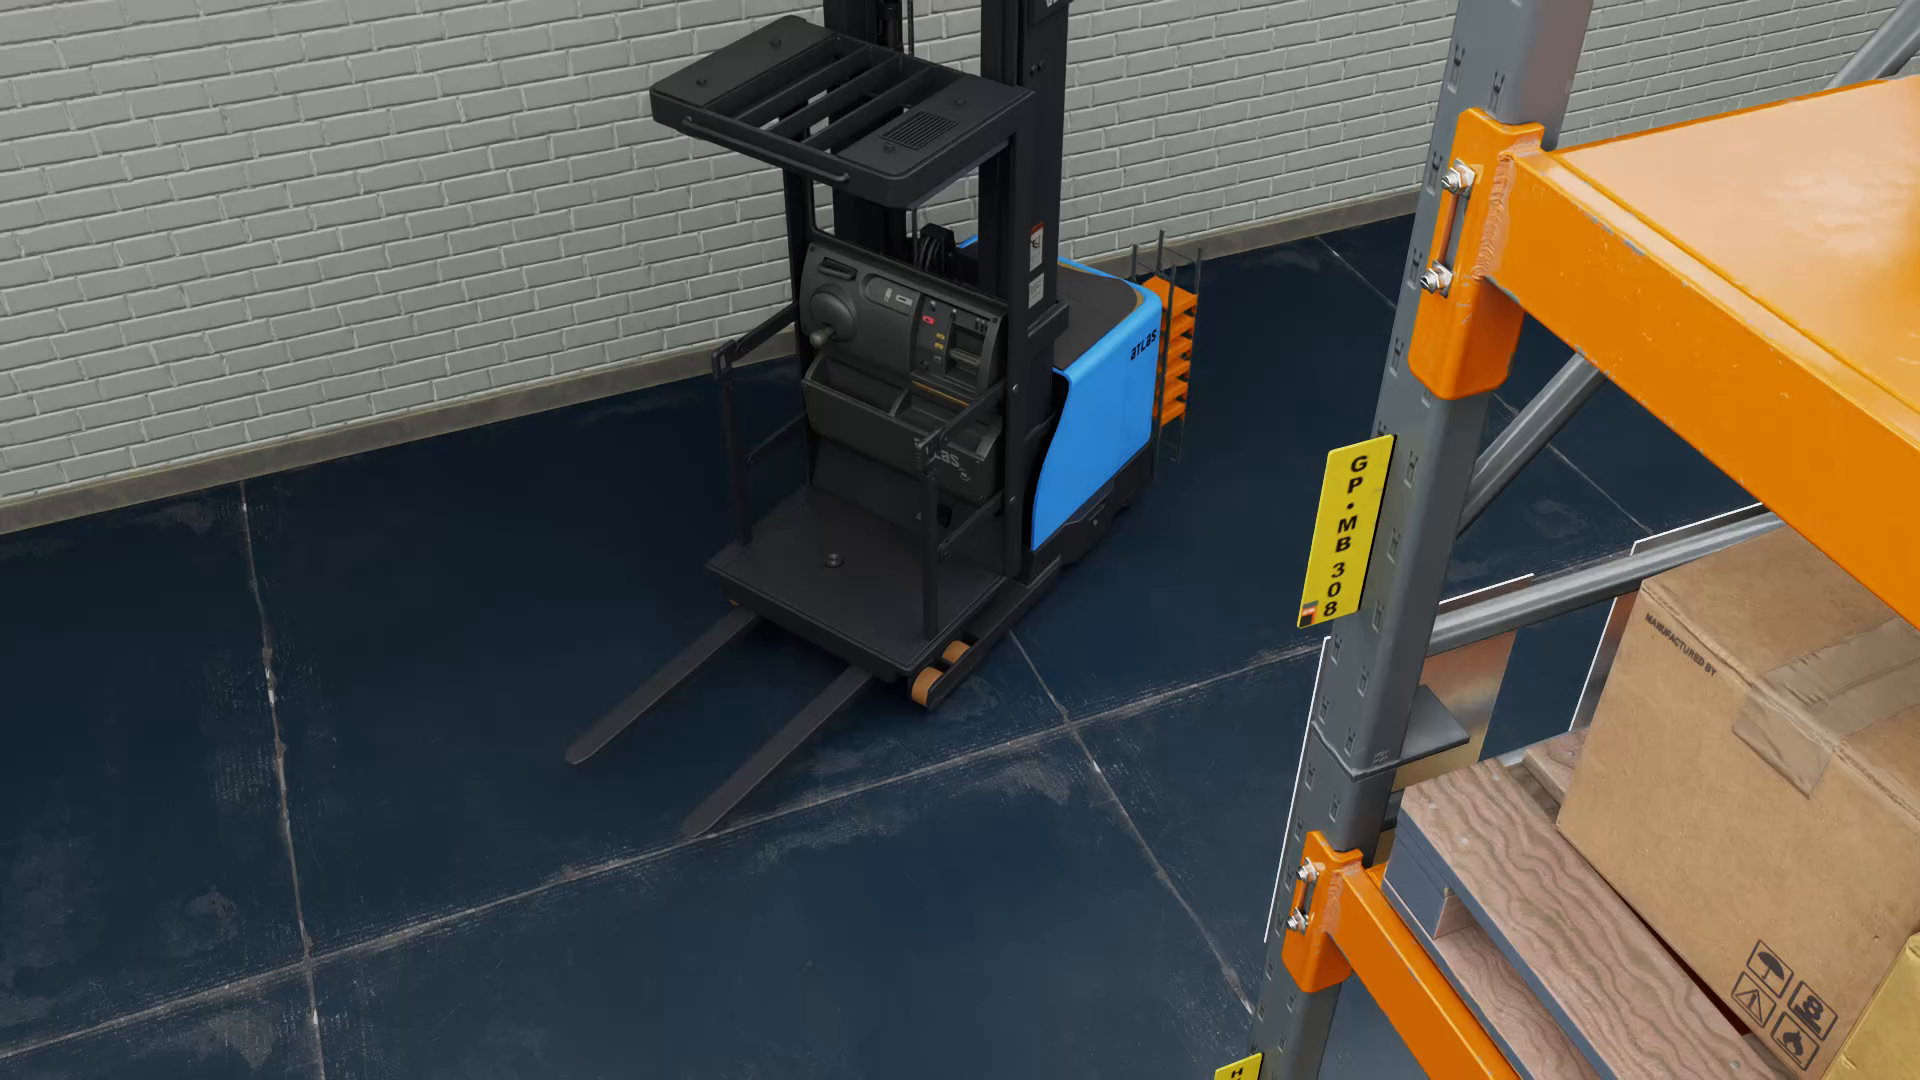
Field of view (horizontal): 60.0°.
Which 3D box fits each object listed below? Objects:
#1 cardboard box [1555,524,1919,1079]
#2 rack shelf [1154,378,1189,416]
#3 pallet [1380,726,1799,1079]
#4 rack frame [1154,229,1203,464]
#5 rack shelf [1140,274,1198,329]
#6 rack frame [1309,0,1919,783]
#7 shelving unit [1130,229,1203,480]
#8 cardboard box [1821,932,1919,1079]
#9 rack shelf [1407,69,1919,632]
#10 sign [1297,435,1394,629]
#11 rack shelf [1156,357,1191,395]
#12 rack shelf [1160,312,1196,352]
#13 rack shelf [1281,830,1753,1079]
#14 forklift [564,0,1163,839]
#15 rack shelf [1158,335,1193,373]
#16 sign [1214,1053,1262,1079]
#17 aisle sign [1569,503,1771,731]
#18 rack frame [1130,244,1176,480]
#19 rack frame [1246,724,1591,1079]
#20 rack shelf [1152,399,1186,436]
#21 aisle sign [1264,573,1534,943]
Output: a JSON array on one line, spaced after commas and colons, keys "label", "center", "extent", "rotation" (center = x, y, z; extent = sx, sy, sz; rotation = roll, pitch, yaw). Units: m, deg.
[{"label": "cardboard box", "center": [1.304, 0.285, 2.261], "extent": [0.700, 0.500, 0.500], "rotation": [-18, 44, -19]}, {"label": "rack shelf", "center": [0.917, -0.715, 7.832], "extent": [0.258, 0.103, 0.180], "rotation": [33, 51, 32]}, {"label": "pallet", "center": [1.349, 0.698, 2.324], "extent": [1.003, 0.211, 1.213], "rotation": [-15, 43, -17]}, {"label": "rack frame", "center": [0.982, -0.882, 7.774], "extent": [0.240, 1.200, 0.006], "rotation": [33, 51, 32]}, {"label": "rack shelf", "center": [0.917, -1.079, 7.519], "extent": [0.258, 0.103, 0.180], "rotation": [33, 51, 32]}, {"label": "rack frame", "center": [1.056, -0.917, 1.834], "extent": [1.000, 3.000, 0.127], "rotation": [-15, 43, -17]}, {"label": "shelving unit", "center": [0.917, -0.840, 7.725], "extent": [0.258, 1.200, 0.189], "rotation": [33, 51, 32]}, {"label": "cardboard box", "center": [1.408, 0.654, 1.832], "extent": [0.700, 0.500, 0.500], "rotation": [-17, 43, -18]}, {"label": "rack shelf", "center": [1.821, 0.712, 0.798], "extent": [1.077, 0.370, 4.000], "rotation": [-15, 43, -17]}, {"label": "sign", "center": [0.541, -0.007, 2.344], "extent": [0.100, 0.325, 0.005], "rotation": [-15, 43, -17]}, {"label": "rack shelf", "center": [0.917, -0.806, 7.754], "extent": [0.258, 0.103, 0.180], "rotation": [33, 51, 32]}, {"label": "rack shelf", "center": [0.917, -0.988, 7.597], "extent": [0.258, 0.103, 0.180], "rotation": [33, 51, 32]}, {"label": "rack shelf", "center": [1.821, 1.698, 1.645], "extent": [1.077, 0.370, 4.000], "rotation": [-15, 43, -17]}, {"label": "forklift", "center": [-0.363, -0.782, 6.330], "extent": [1.130, 2.935, 3.031], "rotation": [25, 47, 26]}, {"label": "rack shelf", "center": [0.917, -0.897, 7.676], "extent": [0.258, 0.103, 0.180], "rotation": [33, 51, 32]}, {"label": "sign", "center": [0.541, 1.134, 3.325], "extent": [0.100, 0.325, 0.005], "rotation": [-15, 43, -17]}, {"label": "aisle sign", "center": [1.305, 0.253, 3.080], "extent": [0.394, 0.787, 0.004], "rotation": [-15, 43, -17]}, {"label": "rack frame", "center": [0.853, -0.798, 7.676], "extent": [0.240, 1.200, 0.006], "rotation": [33, 51, 32]}, {"label": "rack frame", "center": [1.056, 1.357, 3.790], "extent": [1.000, 3.000, 0.127], "rotation": [-15, 43, -17]}, {"label": "rack shelf", "center": [0.917, -0.624, 7.910], "extent": [0.258, 0.103, 0.180], "rotation": [33, 51, 32]}, {"label": "aisle sign", "center": [0.751, 0.403, 2.905], "extent": [0.394, 0.787, 0.004], "rotation": [-15, 43, -17]}]
